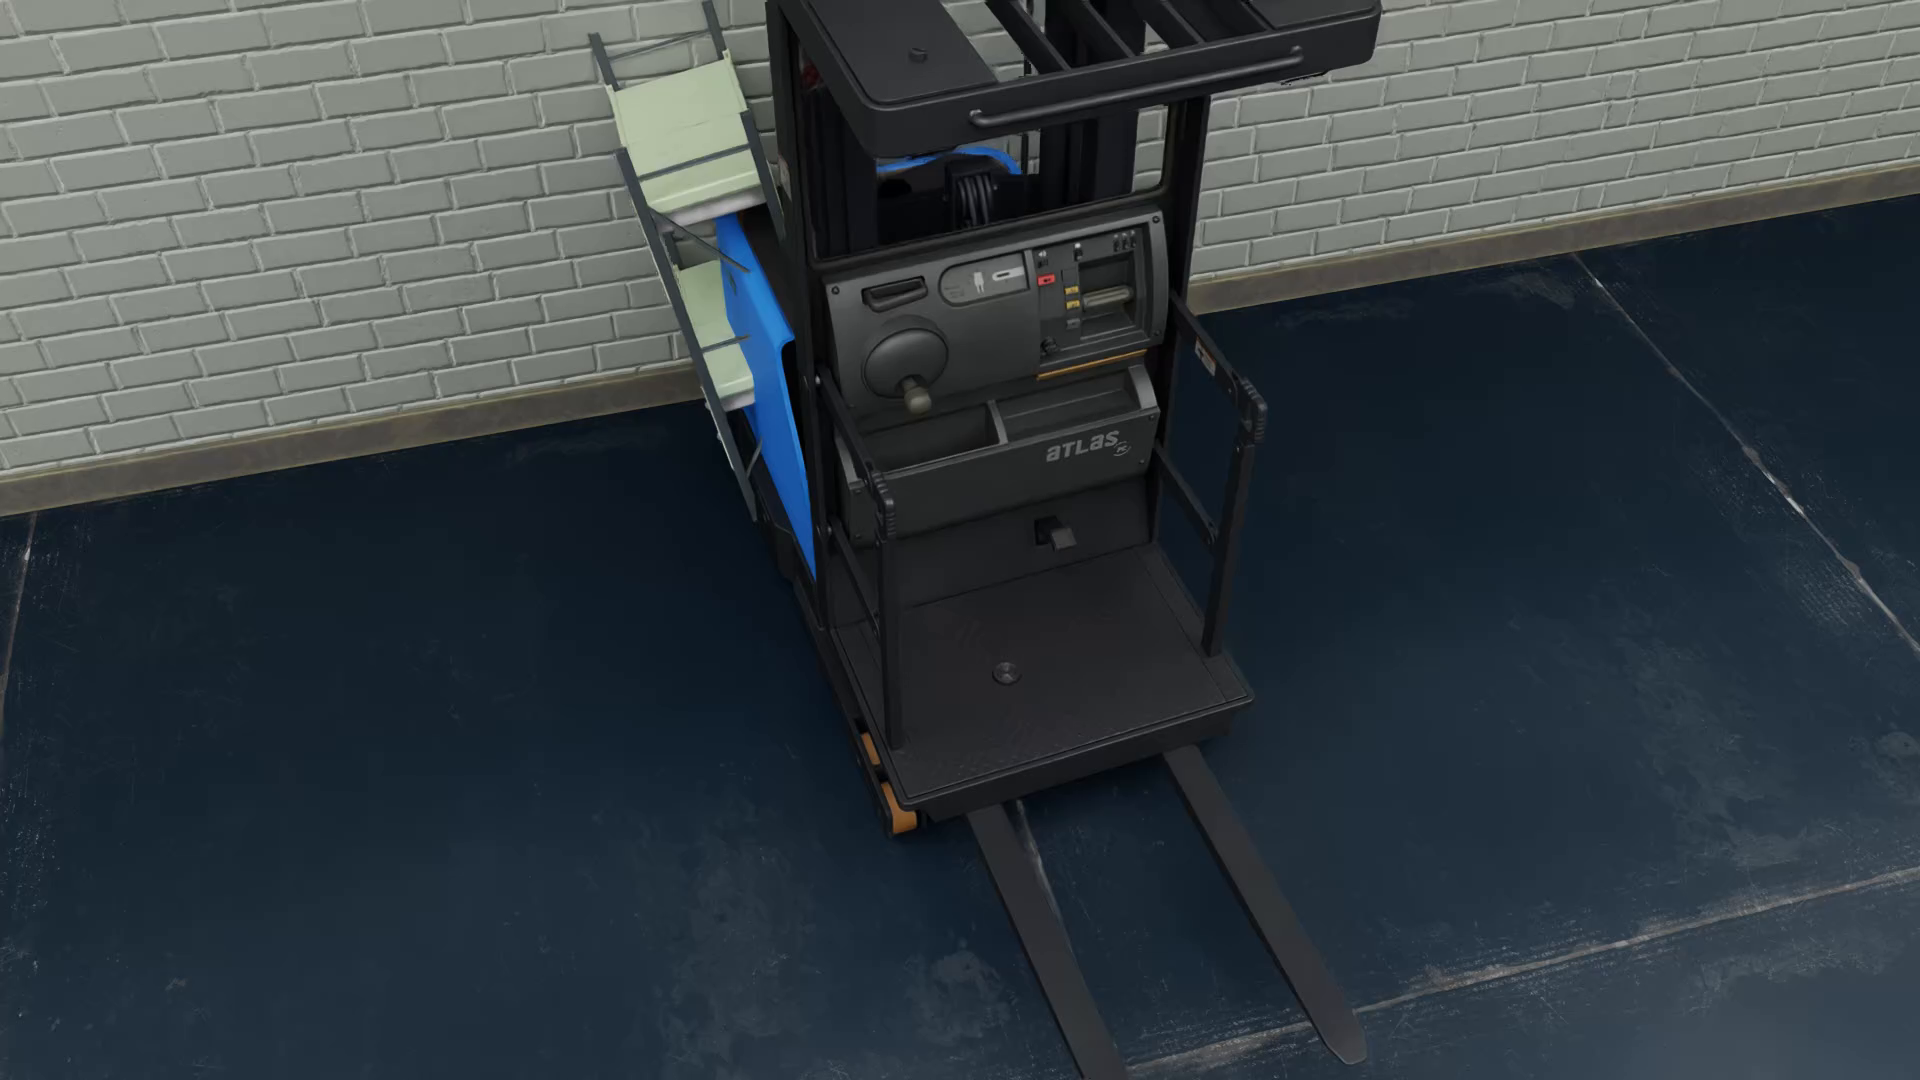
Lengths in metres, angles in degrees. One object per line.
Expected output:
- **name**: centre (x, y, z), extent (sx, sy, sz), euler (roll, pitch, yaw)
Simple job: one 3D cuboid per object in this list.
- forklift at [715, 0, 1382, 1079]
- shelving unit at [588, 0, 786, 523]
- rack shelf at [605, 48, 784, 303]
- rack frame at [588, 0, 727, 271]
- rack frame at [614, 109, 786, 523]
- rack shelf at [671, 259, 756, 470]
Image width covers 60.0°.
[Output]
- **forklift**: centre (0.186, -0.502, 4.190), extent (1.130, 2.935, 3.031), euler (-15, 47, -14)
- **shelving unit**: centre (-0.746, -0.882, 5.469), extent (0.431, 1.500, 0.755), euler (-18, 46, -4)
- **rack shelf**: centre (-0.813, -1.148, 5.191), extent (0.431, 0.370, 0.720), euler (-18, 46, -4)
- **rack frame**: centre (-0.842, -1.126, 5.725), extent (0.400, 1.500, 0.023), euler (-18, 46, -4)
- **rack frame**: centre (-0.651, -0.638, 5.213), extent (0.400, 1.500, 0.023), euler (-18, 46, -4)
- **rack shelf**: centre (-0.691, -0.660, 5.701), extent (0.431, 0.370, 0.720), euler (-18, 46, -4)
